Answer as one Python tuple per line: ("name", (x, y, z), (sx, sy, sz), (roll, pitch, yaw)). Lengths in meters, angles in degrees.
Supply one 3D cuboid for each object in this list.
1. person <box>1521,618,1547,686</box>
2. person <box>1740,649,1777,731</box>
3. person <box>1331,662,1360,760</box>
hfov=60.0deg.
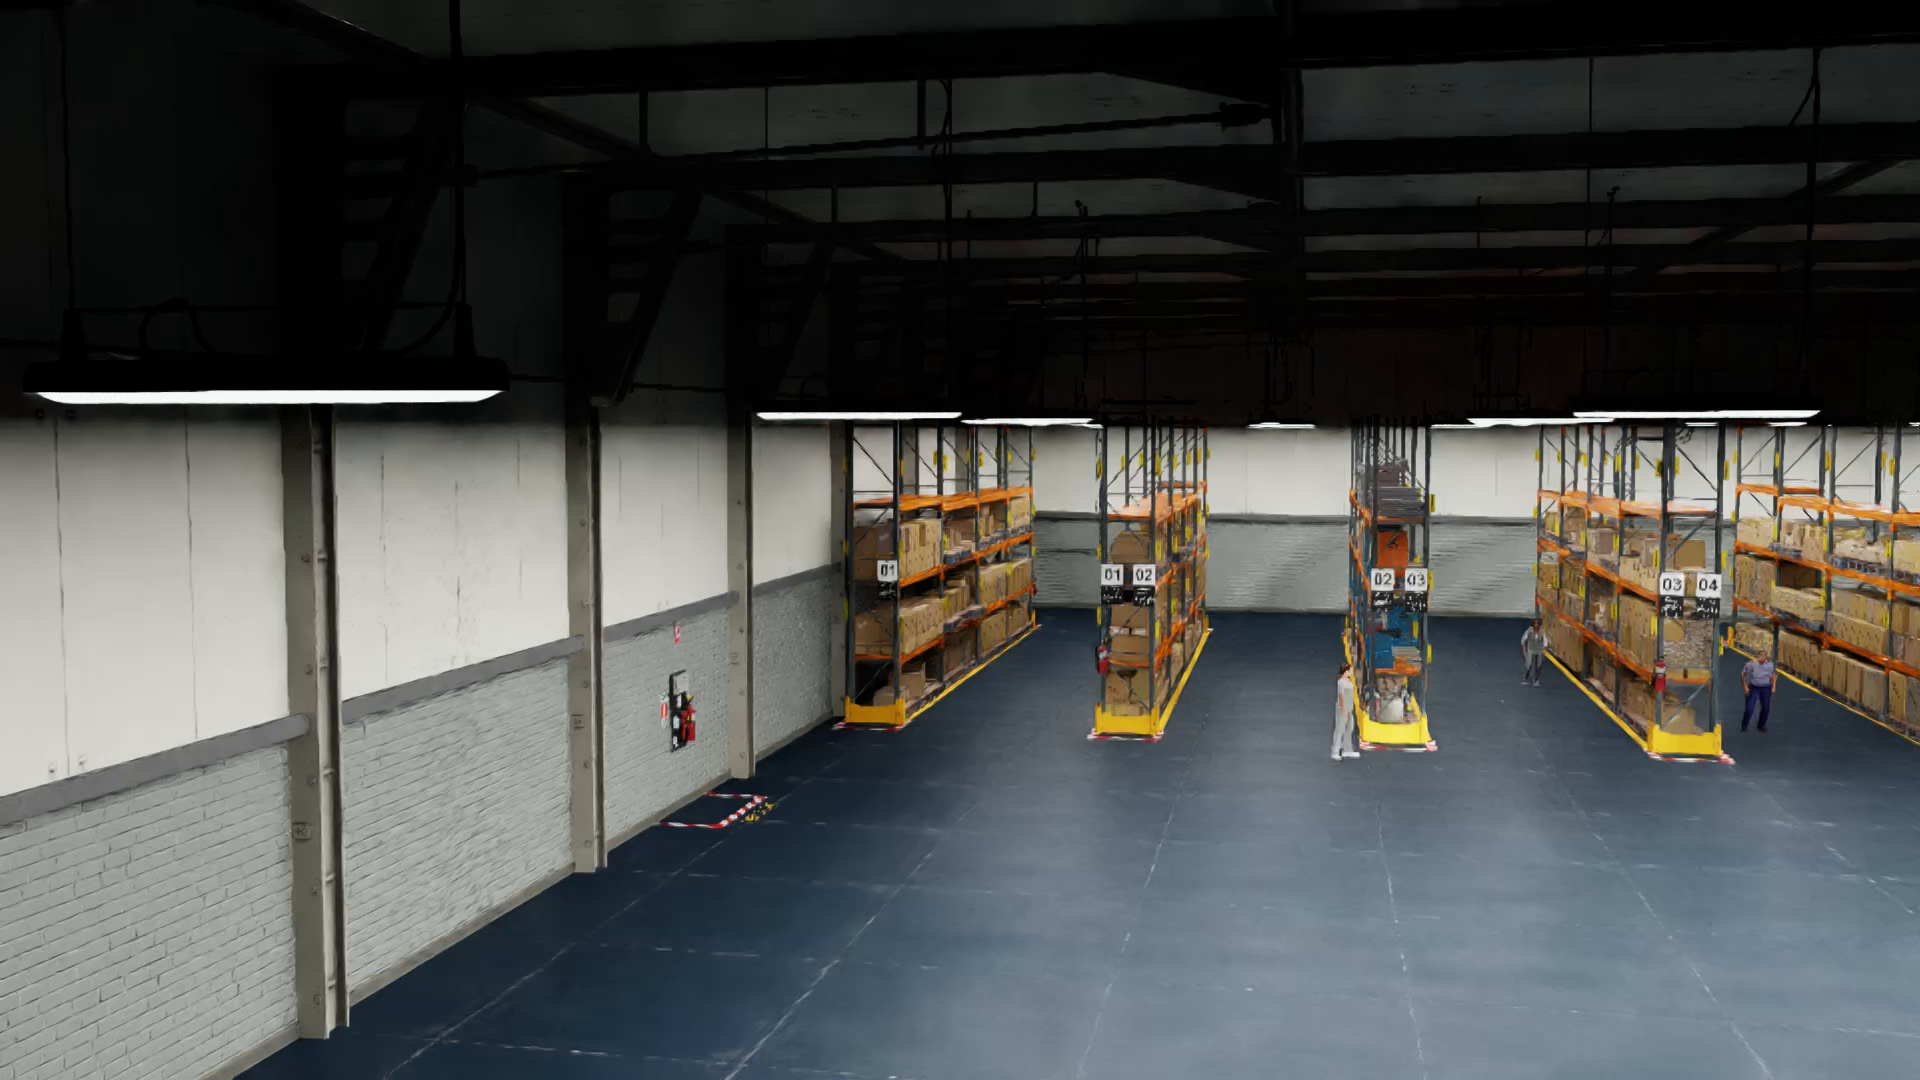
("person", (12.798, 2.489, 37.091), (0.566, 1.541, 0.519), (1, 4, 9))
("person", (15.117, 2.836, 31.488), (0.625, 1.596, 0.517), (1, 4, 10))
("person", (6.674, 2.951, 28.845), (0.415, 1.674, 0.545), (2, 4, 31))
